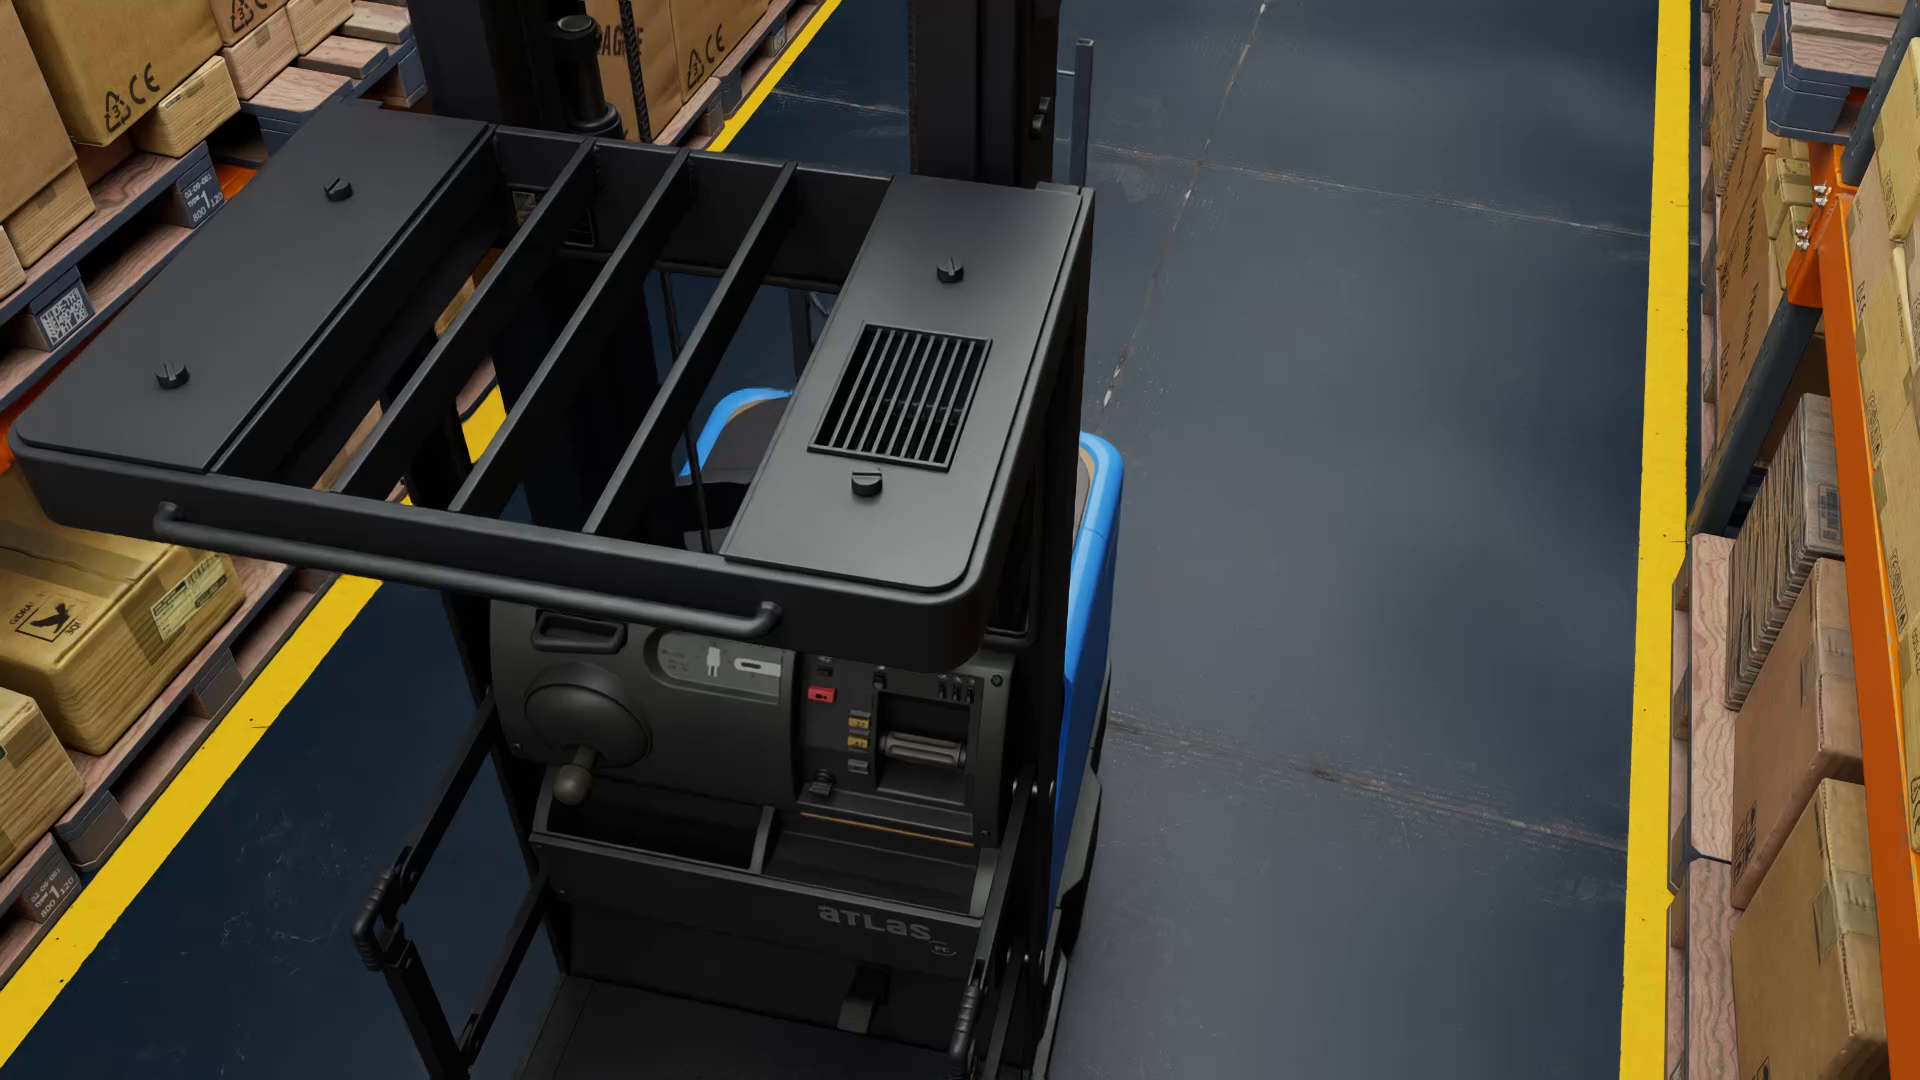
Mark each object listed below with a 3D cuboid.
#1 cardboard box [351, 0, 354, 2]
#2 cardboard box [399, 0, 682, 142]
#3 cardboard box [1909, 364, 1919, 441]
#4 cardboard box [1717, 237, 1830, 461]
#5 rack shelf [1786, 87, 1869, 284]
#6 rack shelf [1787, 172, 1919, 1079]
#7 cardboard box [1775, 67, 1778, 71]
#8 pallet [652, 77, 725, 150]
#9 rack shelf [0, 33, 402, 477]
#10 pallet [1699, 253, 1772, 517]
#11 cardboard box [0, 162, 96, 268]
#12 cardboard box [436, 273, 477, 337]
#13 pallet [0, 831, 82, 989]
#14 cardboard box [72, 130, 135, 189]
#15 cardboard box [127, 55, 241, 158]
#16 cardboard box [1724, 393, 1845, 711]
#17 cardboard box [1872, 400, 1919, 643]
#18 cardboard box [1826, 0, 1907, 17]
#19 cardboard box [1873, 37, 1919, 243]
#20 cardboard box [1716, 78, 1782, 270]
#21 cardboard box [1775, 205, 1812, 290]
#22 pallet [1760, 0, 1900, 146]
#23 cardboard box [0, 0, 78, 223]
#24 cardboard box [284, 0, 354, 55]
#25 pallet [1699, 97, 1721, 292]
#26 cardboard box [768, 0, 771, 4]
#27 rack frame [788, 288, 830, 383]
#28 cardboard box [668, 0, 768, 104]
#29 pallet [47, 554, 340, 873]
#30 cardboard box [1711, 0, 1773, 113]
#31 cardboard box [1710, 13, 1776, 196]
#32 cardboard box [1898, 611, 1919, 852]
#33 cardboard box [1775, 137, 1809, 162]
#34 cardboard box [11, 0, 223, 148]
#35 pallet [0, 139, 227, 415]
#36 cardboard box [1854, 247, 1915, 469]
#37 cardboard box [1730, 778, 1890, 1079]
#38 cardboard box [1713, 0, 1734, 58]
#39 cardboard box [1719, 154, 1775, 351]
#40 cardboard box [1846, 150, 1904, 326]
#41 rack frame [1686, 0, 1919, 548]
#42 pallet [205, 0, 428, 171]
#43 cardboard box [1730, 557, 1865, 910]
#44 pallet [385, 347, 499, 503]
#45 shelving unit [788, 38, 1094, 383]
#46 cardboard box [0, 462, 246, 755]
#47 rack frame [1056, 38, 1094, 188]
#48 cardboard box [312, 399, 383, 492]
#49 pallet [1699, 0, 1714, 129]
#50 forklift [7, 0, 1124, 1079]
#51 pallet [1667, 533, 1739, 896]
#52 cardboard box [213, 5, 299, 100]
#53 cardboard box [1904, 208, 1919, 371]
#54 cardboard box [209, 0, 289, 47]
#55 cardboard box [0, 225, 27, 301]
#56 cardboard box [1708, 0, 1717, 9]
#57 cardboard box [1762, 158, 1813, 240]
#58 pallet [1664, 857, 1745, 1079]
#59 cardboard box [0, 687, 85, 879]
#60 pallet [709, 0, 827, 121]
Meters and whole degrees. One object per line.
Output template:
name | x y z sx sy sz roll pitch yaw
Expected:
cardboard box | -1.843 -1.630 4.650 0.380 0.149 0.250 13 46 13
cardboard box | -1.667 -1.865 6.230 0.875 0.875 0.875 12 46 12
cardboard box | 2.081 -0.185 3.045 0.500 0.250 0.500 11 46 11
cardboard box | 2.699 -0.567 5.172 0.500 0.500 0.500 14 46 14
rack shelf | 3.382 -2.059 5.724 1.077 0.370 4.000 13 46 13
rack shelf | 2.171 0.607 2.999 1.077 0.370 4.000 13 46 13
cardboard box | 3.113 -1.732 5.899 0.380 0.149 0.250 11 45 11
pallet | -1.645 -1.545 6.678 1.003 0.211 1.213 13 46 13
rack shelf | -2.561 -0.442 4.071 1.077 0.370 4.000 13 46 13
pallet | 3.038 -0.476 5.585 1.003 0.211 1.213 13 46 13
cardboard box | -2.224 -0.774 3.776 0.380 0.149 0.250 11 45 11
cardboard box | -2.136 -0.868 5.571 0.950 0.372 0.625 10 45 10
pallet | -2.933 1.112 3.963 1.003 0.211 1.213 13 46 13
cardboard box | -2.226 -0.959 3.965 0.380 0.149 0.250 13 46 13
cardboard box | -2.030 -1.100 4.109 0.380 0.149 0.250 13 46 13
cardboard box | 2.574 0.129 4.372 0.875 0.625 0.625 14 46 14
cardboard box | 2.103 -0.006 3.219 0.500 0.250 0.500 11 45 11
cardboard box | 2.609 -1.562 4.581 0.380 0.149 0.250 13 46 13
cardboard box | 2.385 -0.869 3.743 0.500 0.250 0.500 12 46 12
cardboard box | 3.017 -1.248 5.867 0.500 0.500 0.500 14 46 14
cardboard box | 2.684 -0.854 5.002 0.380 0.149 0.250 10 45 11
pallet | 2.915 -1.381 4.654 1.213 0.211 1.003 13 46 13
cardboard box | -2.292 -0.915 3.456 0.500 0.500 0.500 11 45 11
cardboard box | -1.876 -1.452 4.469 0.380 0.149 0.250 12 46 12
pallet | 3.410 -1.286 6.414 1.003 0.211 1.213 13 46 13
cardboard box | -1.122 -3.055 7.446 0.875 0.875 0.875 14 46 14
rack frame | -0.168 -0.166 4.348 0.500 1.500 0.032 12 46 12
cardboard box | -1.393 -2.459 6.837 0.875 0.875 0.875 13 46 13
pallet | -2.565 0.296 4.797 1.003 0.211 1.213 13 46 13
cardboard box | 3.319 -1.942 6.577 0.500 0.500 0.500 11 45 11
cardboard box | 3.156 -1.598 6.225 0.500 0.500 0.500 11 45 11
cardboard box | 1.944 0.339 2.866 0.500 0.250 0.500 14 46 14
cardboard box | 2.859 -1.209 5.364 0.380 0.149 0.250 11 45 11
cardboard box | -2.126 -1.278 3.827 0.500 0.500 0.500 10 45 10
pallet | -2.516 -0.635 3.891 1.003 0.211 1.213 13 46 13
cardboard box | 2.252 -0.351 3.571 0.500 0.250 0.500 12 46 12
cardboard box | 2.180 1.015 3.466 0.875 0.625 0.625 11 45 11
cardboard box | 3.475 -2.274 6.916 0.500 0.500 0.500 12 46 12
cardboard box | 2.861 -0.898 5.510 0.500 0.500 0.500 12 46 12
cardboard box | 2.409 -0.685 3.913 0.500 0.250 0.500 13 46 13
rack frame | 2.776 -0.983 4.110 1.000 3.000 0.127 13 46 13
pallet | -2.070 -1.466 4.740 1.213 0.211 1.003 13 46 13
cardboard box | 2.384 0.566 3.925 0.875 0.625 0.625 14 46 14
pallet | -2.194 -0.515 5.625 1.003 0.211 1.213 13 46 13
shelving unit | -0.026 -0.507 4.696 0.538 1.500 1.048 12 46 12
cardboard box | -2.587 0.130 4.551 0.950 0.372 0.625 14 46 14
rack frame | 0.117 -0.849 5.045 0.500 1.500 0.032 12 46 12
cardboard box | -2.352 -0.375 5.067 0.950 0.372 0.625 12 46 12
pallet | 3.777 -2.102 7.248 1.003 0.211 1.213 13 46 13
forklift | -0.418 0.403 2.742 1.130 2.935 3.031 9 45 9
pallet | 2.490 0.554 4.533 1.003 0.211 1.213 13 46 13
cardboard box | -1.960 -1.286 4.299 0.380 0.149 0.250 11 45 11
cardboard box | 2.256 -0.531 3.397 0.500 0.250 0.500 14 46 14
cardboard box | -1.974 -1.615 4.171 0.500 0.500 0.500 12 46 12
cardboard box | -2.277 -0.590 3.588 0.380 0.149 0.250 14 46 14
cardboard box | 3.627 -2.631 7.281 0.500 0.500 0.500 14 46 14
cardboard box | 2.738 -1.043 5.194 0.380 0.149 0.250 10 45 10
pallet | 2.118 1.365 3.704 1.003 0.211 1.213 13 46 13
cardboard box | -2.796 0.593 4.077 0.950 0.372 0.625 15 46 15
pallet | -1.274 -2.355 7.506 1.003 0.211 1.213 13 46 13
